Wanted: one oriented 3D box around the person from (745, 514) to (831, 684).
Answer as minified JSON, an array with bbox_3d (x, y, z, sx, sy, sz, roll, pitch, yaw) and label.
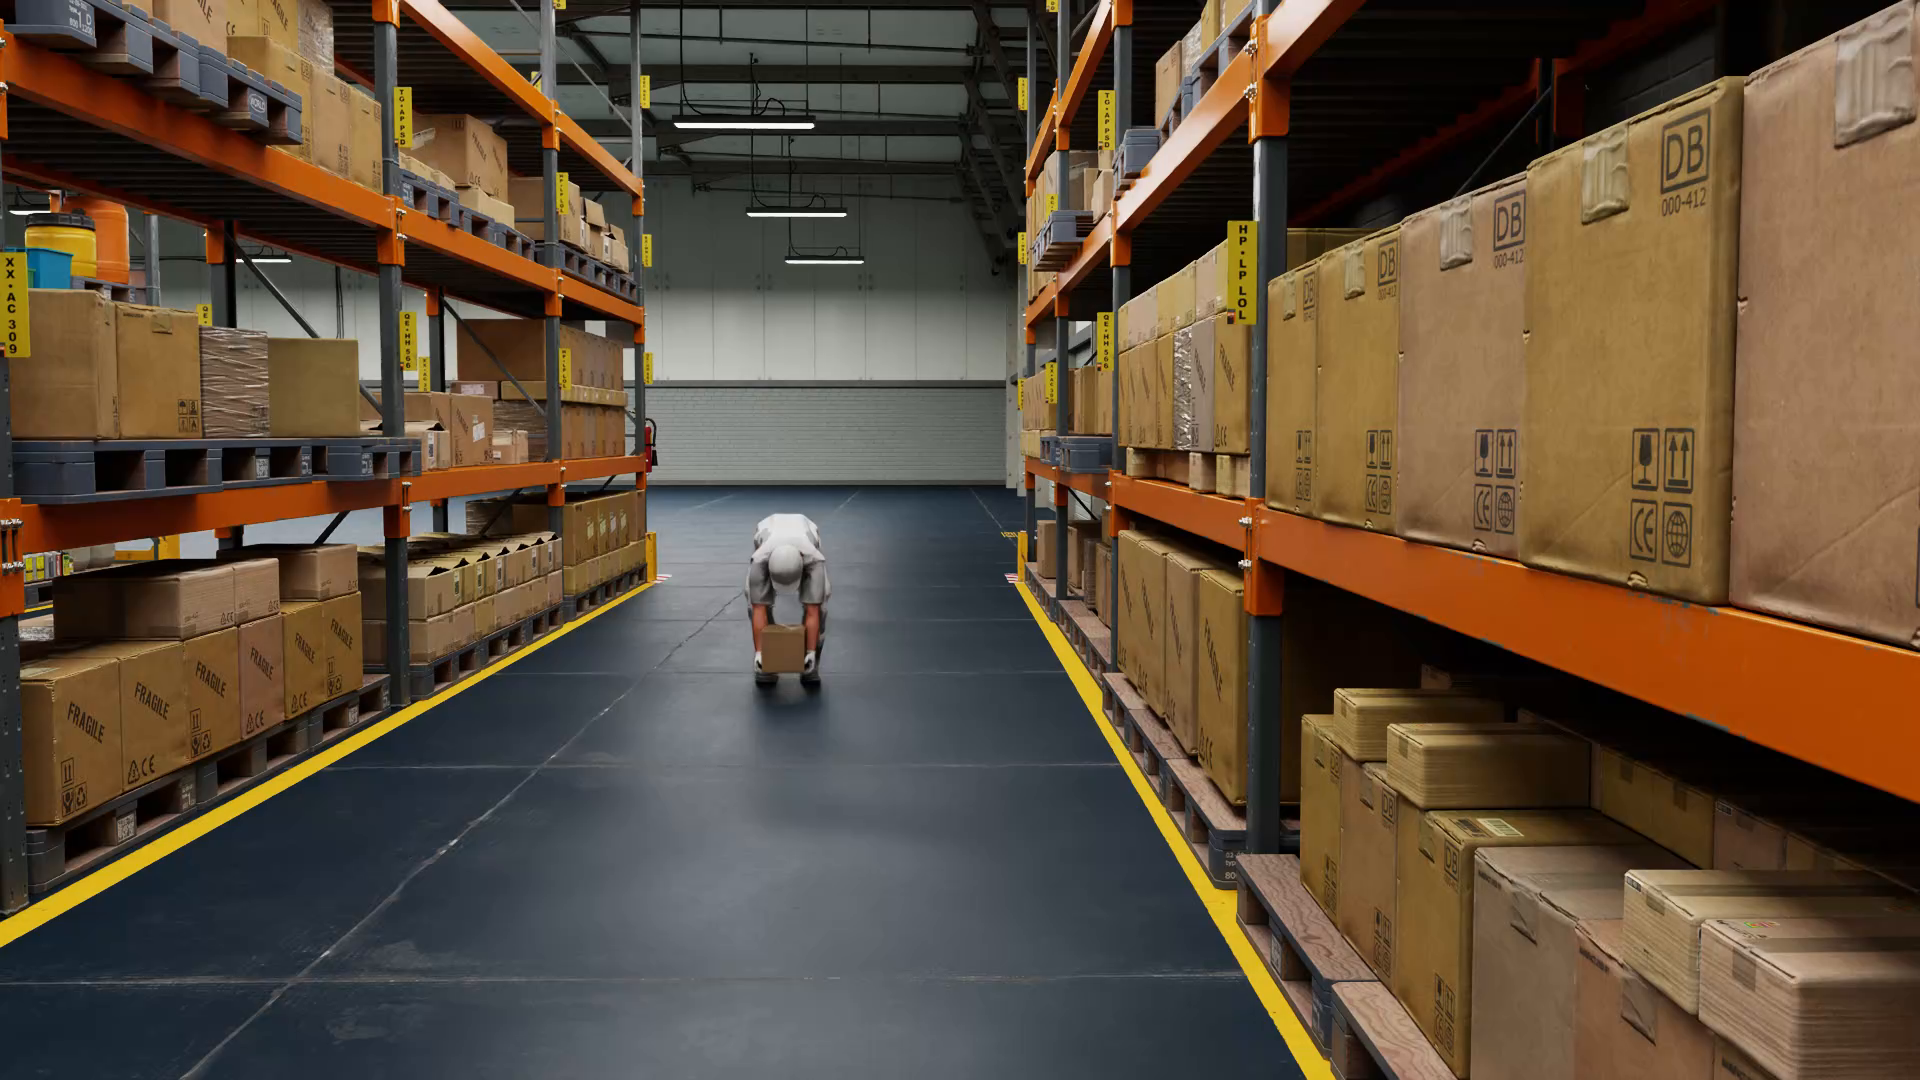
[{"bbox_3d":[-1.041,0.371,10.023,0.524,1.036,0.957,0,4,-4],"label":"person"}]
